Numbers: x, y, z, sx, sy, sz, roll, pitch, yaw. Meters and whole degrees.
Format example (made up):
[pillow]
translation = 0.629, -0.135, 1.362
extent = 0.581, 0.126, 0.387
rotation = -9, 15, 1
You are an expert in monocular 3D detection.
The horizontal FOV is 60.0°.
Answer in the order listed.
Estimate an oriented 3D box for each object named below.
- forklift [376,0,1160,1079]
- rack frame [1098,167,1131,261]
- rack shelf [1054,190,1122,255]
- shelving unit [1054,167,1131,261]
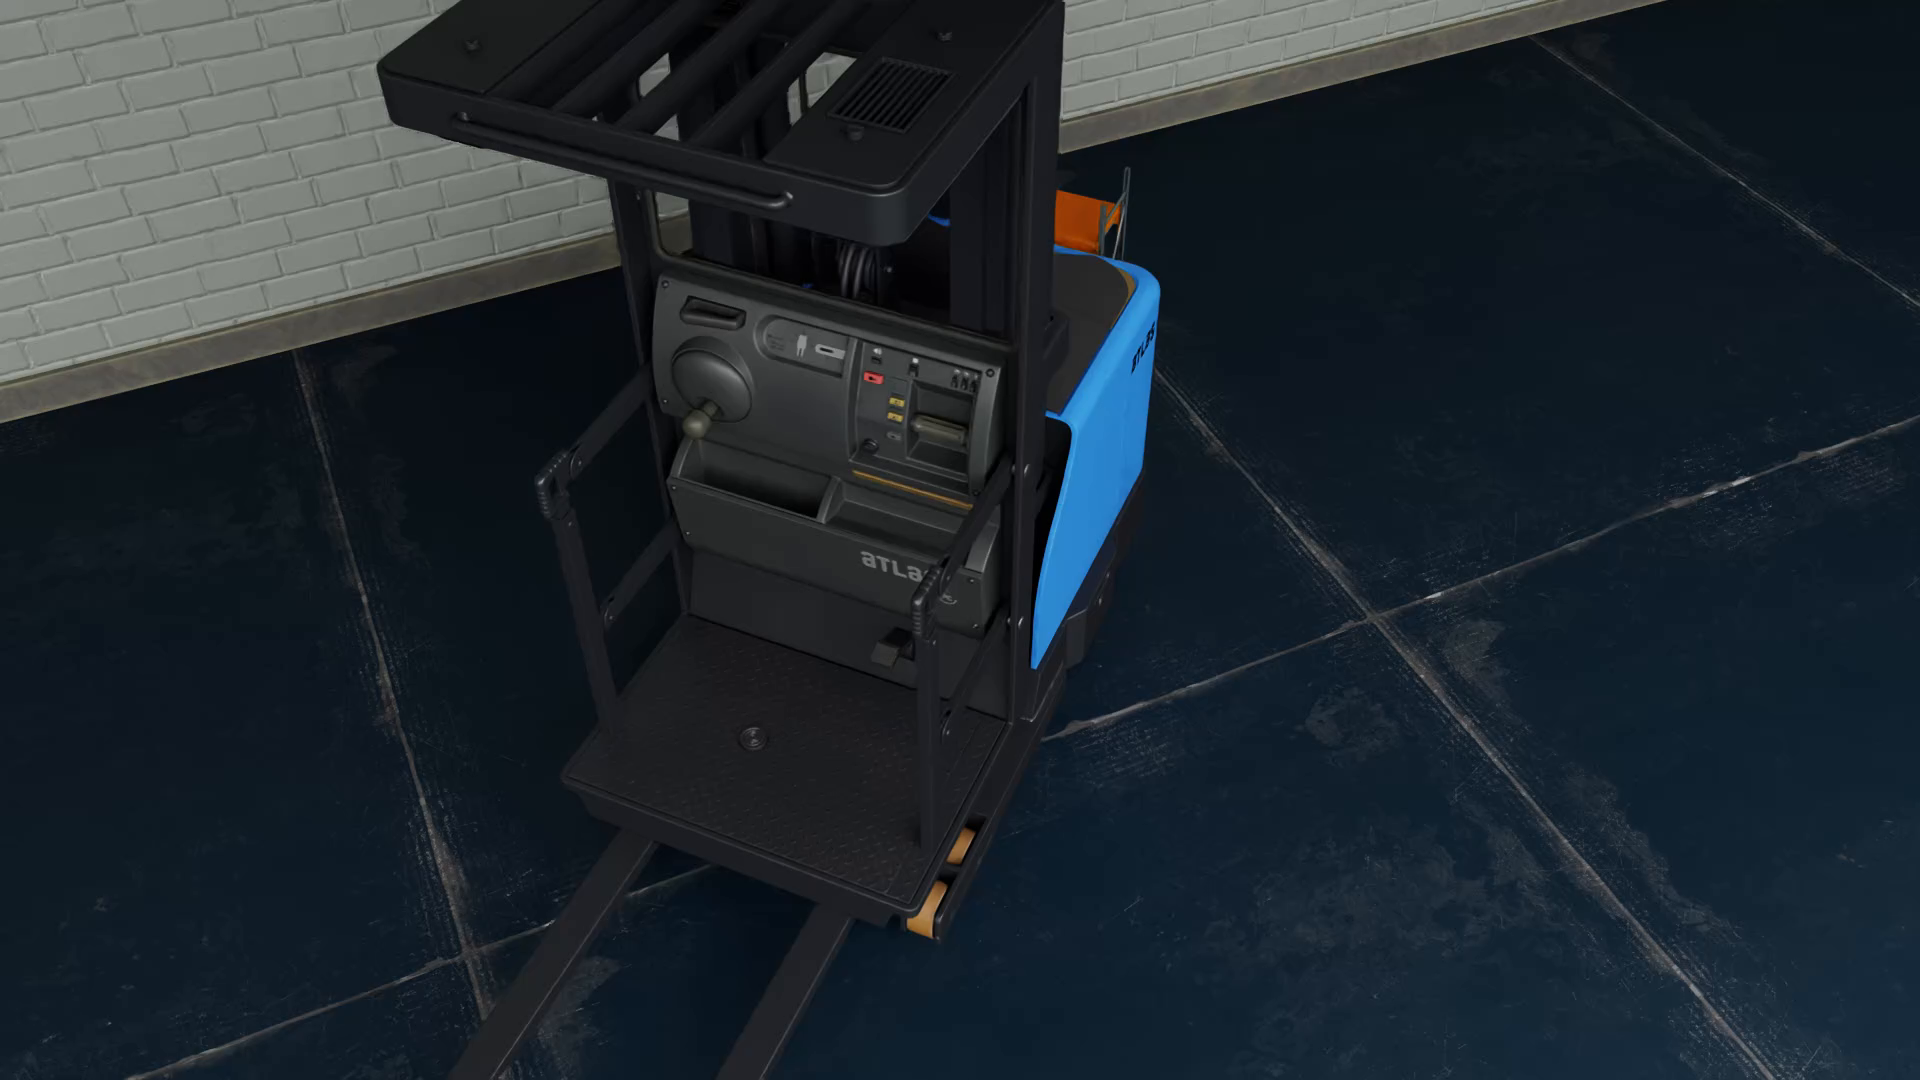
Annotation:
[forklift]
translation = -0.425, -0.288, 3.955
extent = 1.130, 2.935, 3.031
rotation = 17, 47, 16
[rack frame]
translation = 0.483, -0.669, 5.573
extent = 0.015, 1.200, 0.240
rotation = 17, 47, 16
[rack shelf]
translation = 0.259, -1.017, 5.367
extent = 0.480, 0.148, 0.258
rotation = 17, 47, 16
[shelving unit]
translation = 0.259, -0.737, 5.642
extent = 0.503, 1.200, 0.258
rotation = 17, 47, 16
